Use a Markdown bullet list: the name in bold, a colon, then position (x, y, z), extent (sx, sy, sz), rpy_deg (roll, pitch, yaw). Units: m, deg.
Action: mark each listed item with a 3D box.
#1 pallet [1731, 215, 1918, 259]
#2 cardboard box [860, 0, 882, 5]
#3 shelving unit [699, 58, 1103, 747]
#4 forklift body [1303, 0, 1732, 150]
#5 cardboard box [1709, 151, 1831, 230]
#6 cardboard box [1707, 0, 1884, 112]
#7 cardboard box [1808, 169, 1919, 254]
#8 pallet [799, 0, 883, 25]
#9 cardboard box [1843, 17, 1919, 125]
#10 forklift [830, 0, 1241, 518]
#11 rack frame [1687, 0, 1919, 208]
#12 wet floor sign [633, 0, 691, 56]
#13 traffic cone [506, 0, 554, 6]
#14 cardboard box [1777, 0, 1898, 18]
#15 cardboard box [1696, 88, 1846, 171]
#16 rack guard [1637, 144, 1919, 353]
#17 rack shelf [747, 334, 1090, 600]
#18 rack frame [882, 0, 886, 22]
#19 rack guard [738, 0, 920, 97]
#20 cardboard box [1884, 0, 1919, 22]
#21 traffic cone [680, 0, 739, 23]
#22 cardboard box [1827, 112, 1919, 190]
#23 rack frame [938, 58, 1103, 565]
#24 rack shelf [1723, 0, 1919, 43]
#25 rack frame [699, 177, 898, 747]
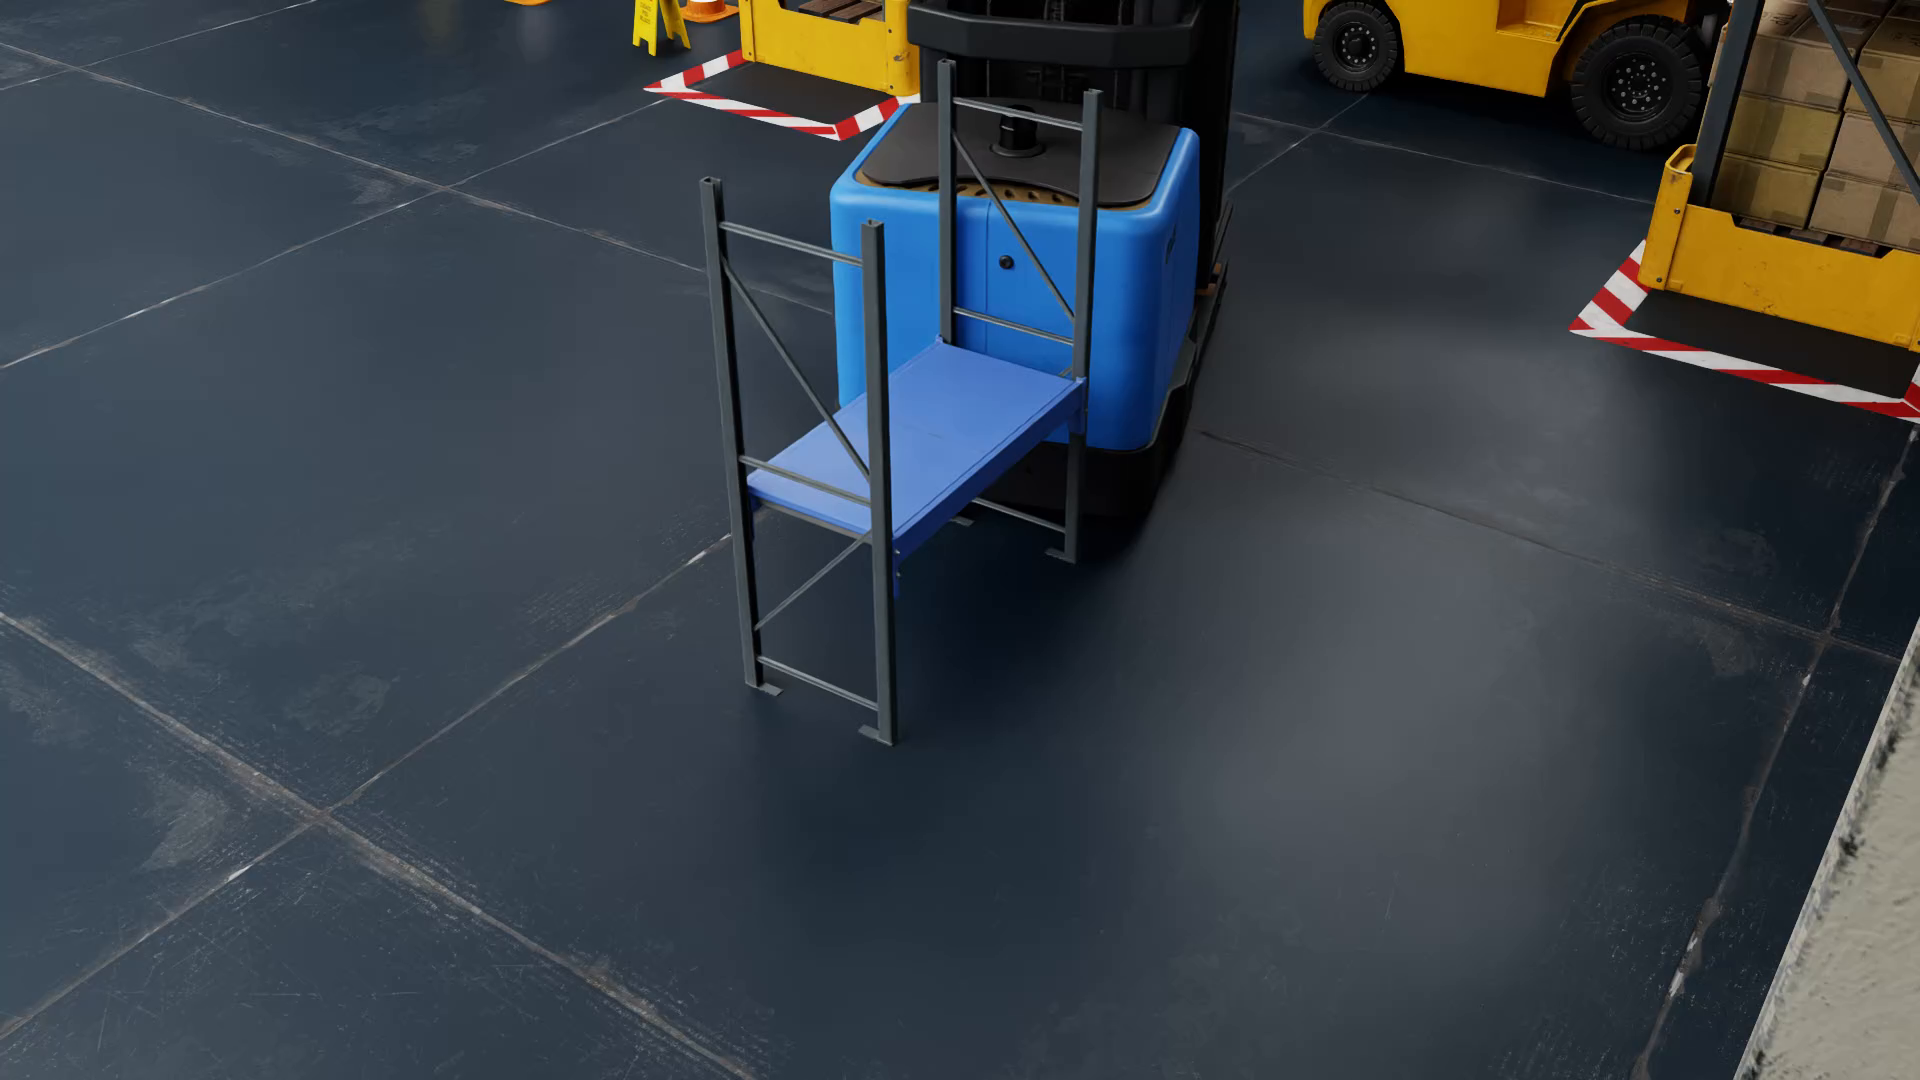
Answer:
- **pallet**: position (3.775, -1.419, 7.211), extent (1.003, 0.211, 1.213), rpy_deg (21, 39, 28)
- **cardboard box**: position (-0.453, -3.296, 9.578), extent (0.500, 0.250, 0.500), rpy_deg (21, 39, 28)
- **shelving unit**: position (-0.114, -0.386, 4.533), extent (0.538, 1.500, 1.048), rpy_deg (20, 39, 26)
- **forklift body**: position (2.956, -3.312, 8.280), extent (2.313, 2.155, 1.214), rpy_deg (21, 39, 28)
- **cardboard box**: position (3.382, -1.560, 7.011), extent (0.500, 0.250, 0.500), rpy_deg (22, 40, 28)
- **cardboard box**: position (3.380, -1.969, 6.723), extent (0.500, 0.250, 0.500), rpy_deg (23, 40, 30)
- **cardboard box**: position (3.814, -1.407, 6.784), extent (0.500, 0.250, 0.500), rpy_deg (21, 40, 28)
- **pallet**: position (-0.171, -3.035, 9.601), extent (1.003, 0.211, 1.213), rpy_deg (21, 39, 28)
- **cardboard box**: position (3.803, -1.818, 6.500), extent (0.500, 0.250, 0.500), rpy_deg (21, 39, 28)
- **forklift**: position (0.457, -2.106, 5.799), extent (1.130, 2.935, 3.031), rpy_deg (8, 35, 12)
- **rack frame**: position (3.374, -2.208, 5.890), extent (1.000, 3.000, 0.127), rpy_deg (21, 39, 28)
- **wet floor sign**: position (-1.694, -3.071, 9.267), extent (0.232, 0.644, 0.267), rpy_deg (-22, 40, -29)
- **traffic cone**: position (-2.627, -3.549, 10.137), extent (0.336, 0.463, 0.334), rpy_deg (21, 39, 28)
- **cardboard box**: position (3.666, -2.206, 7.073), extent (0.500, 0.250, 0.500), rpy_deg (22, 40, 29)
- **cardboard box**: position (3.394, -1.774, 6.881), extent (0.500, 0.250, 0.500), rpy_deg (21, 39, 28)
- **rack guard**: position (3.360, -1.162, 6.574), extent (1.175, 0.500, 0.348), rpy_deg (21, 39, 28)
- **rack shelf**: position (-0.114, -0.237, 4.634), extent (0.538, 0.185, 1.000), rpy_deg (20, 39, 26)
- **rack frame**: position (-0.706, -3.792, 8.232), extent (1.000, 3.000, 0.127), rpy_deg (21, 39, 28)
- **rack guard**: position (-0.663, -2.792, 8.984), extent (1.175, 0.500, 0.348), rpy_deg (21, 39, 28)
- **cardboard box**: position (4.085, -2.049, 6.842), extent (0.500, 0.250, 0.500), rpy_deg (21, 39, 28)
- **traffic cone**: position (-1.521, -3.351, 9.844), extent (0.336, 0.463, 0.334), rpy_deg (21, 39, 28)
- **cardboard box**: position (3.812, -1.600, 6.624), extent (0.500, 0.250, 0.500), rpy_deg (22, 40, 29)
- **rack frame**: position (0.158, -0.626, 4.889), extent (0.500, 1.500, 0.032), rpy_deg (20, 39, 26)
- **rack shelf**: position (4.514, -2.831, 7.452), extent (1.077, 0.370, 4.000), rpy_deg (21, 39, 28)
- **rack frame**: position (-0.386, -0.145, 4.177), extent (0.500, 1.500, 0.032), rpy_deg (20, 39, 26)
